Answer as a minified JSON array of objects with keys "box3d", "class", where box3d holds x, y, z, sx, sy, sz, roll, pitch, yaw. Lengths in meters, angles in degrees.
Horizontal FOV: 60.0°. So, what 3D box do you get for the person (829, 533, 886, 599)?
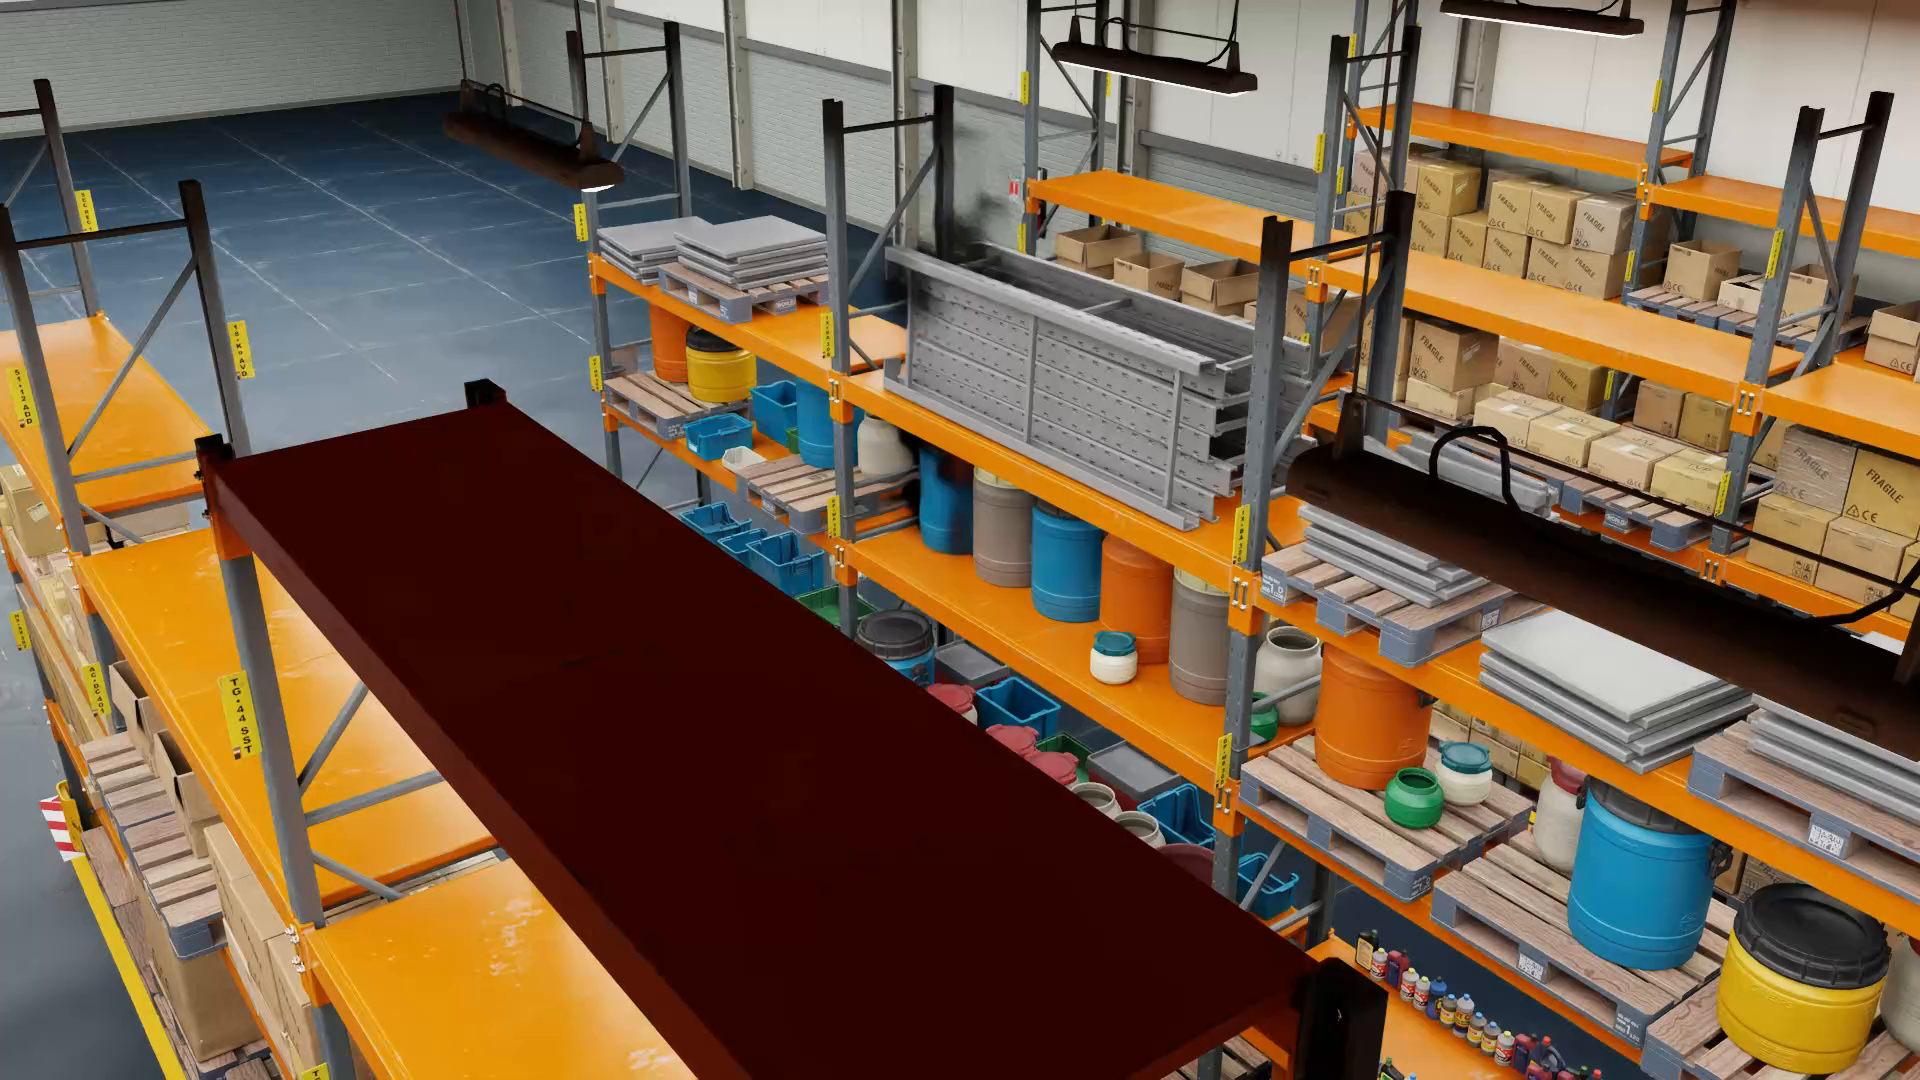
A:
[{"box3d":[-1.079,0.179,16.472,0.676,1.839,0.867,-21,32,-38],"class":"person"}]
